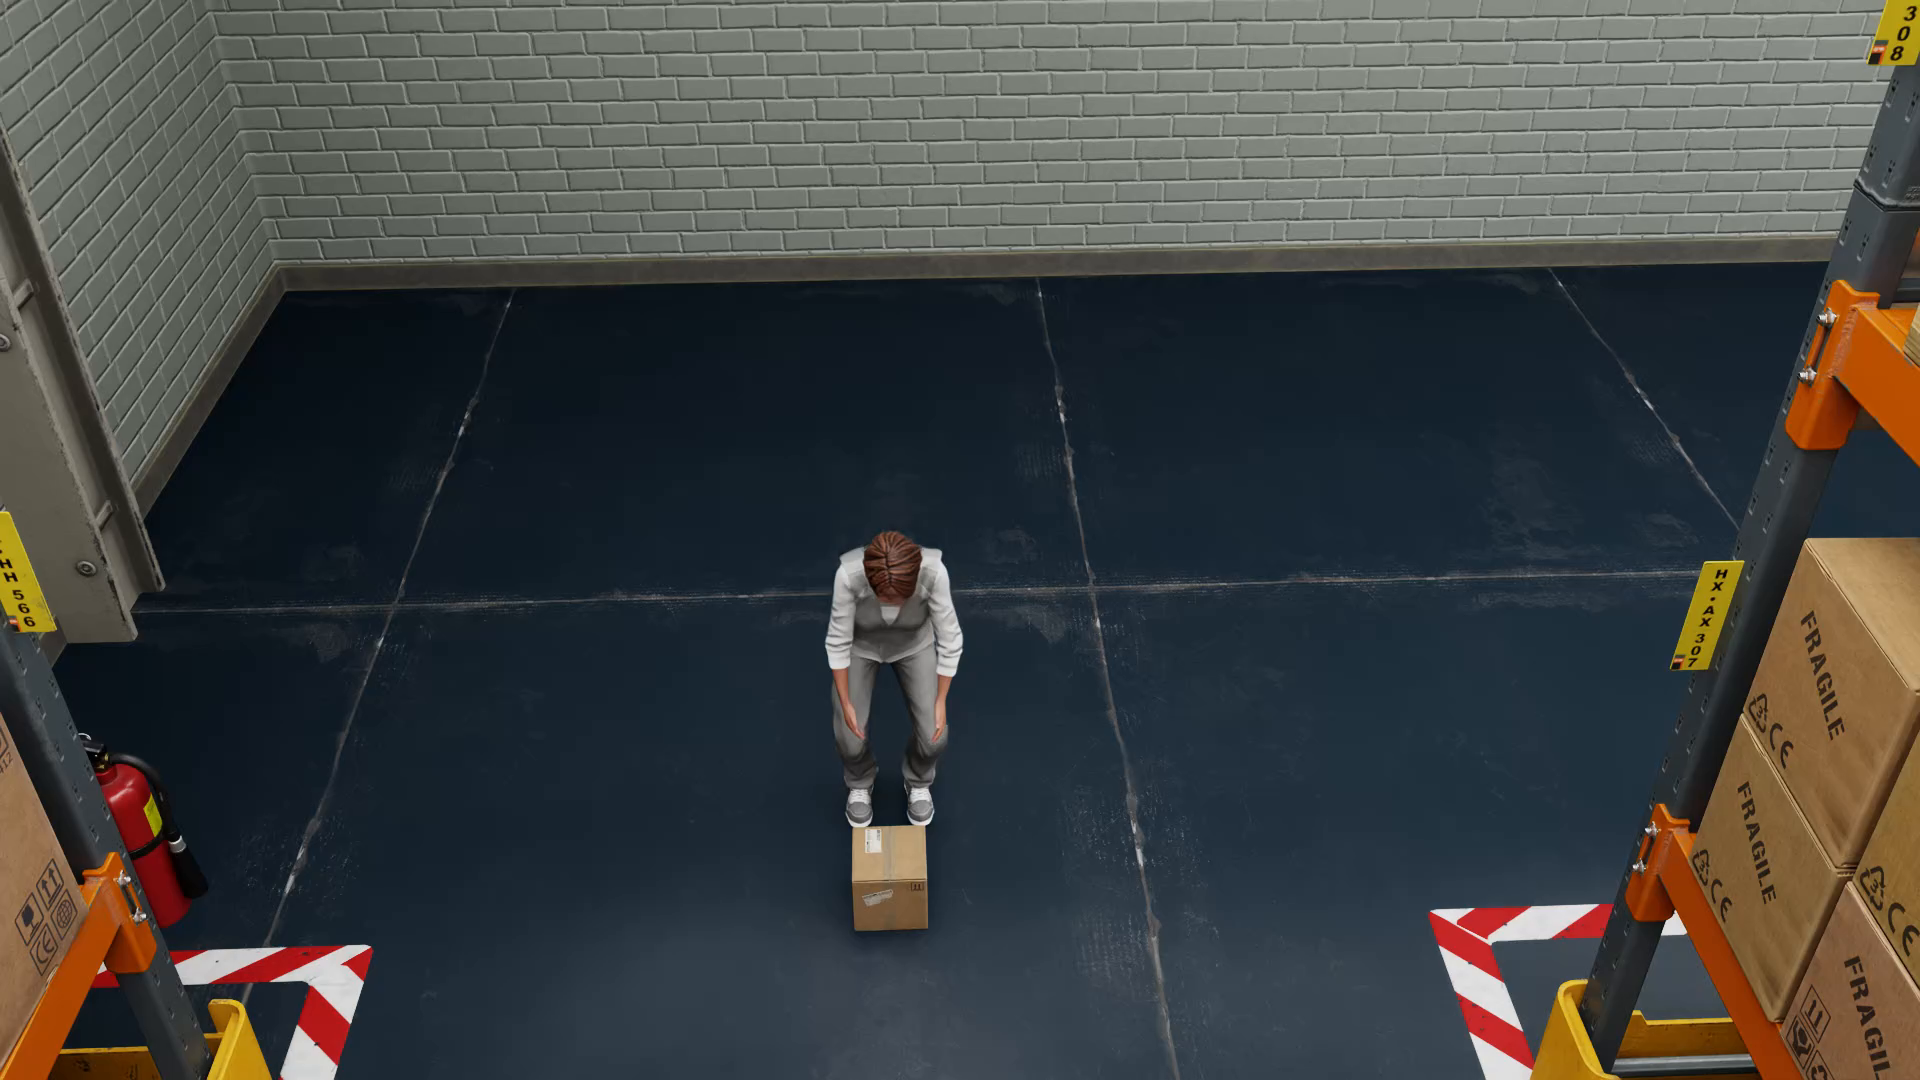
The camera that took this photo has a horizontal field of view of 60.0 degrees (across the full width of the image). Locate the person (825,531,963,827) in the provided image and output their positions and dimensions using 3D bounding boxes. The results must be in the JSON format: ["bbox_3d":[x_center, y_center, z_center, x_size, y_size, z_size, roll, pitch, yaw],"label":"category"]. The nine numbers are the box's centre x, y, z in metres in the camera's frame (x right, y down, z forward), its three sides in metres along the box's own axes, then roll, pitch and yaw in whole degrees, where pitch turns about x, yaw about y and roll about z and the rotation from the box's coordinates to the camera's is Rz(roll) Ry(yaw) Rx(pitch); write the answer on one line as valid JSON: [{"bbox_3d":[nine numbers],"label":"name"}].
[{"bbox_3d":[-0.223,0.450,5.739,0.460,1.361,0.602,-1,36,-2],"label":"person"}]
